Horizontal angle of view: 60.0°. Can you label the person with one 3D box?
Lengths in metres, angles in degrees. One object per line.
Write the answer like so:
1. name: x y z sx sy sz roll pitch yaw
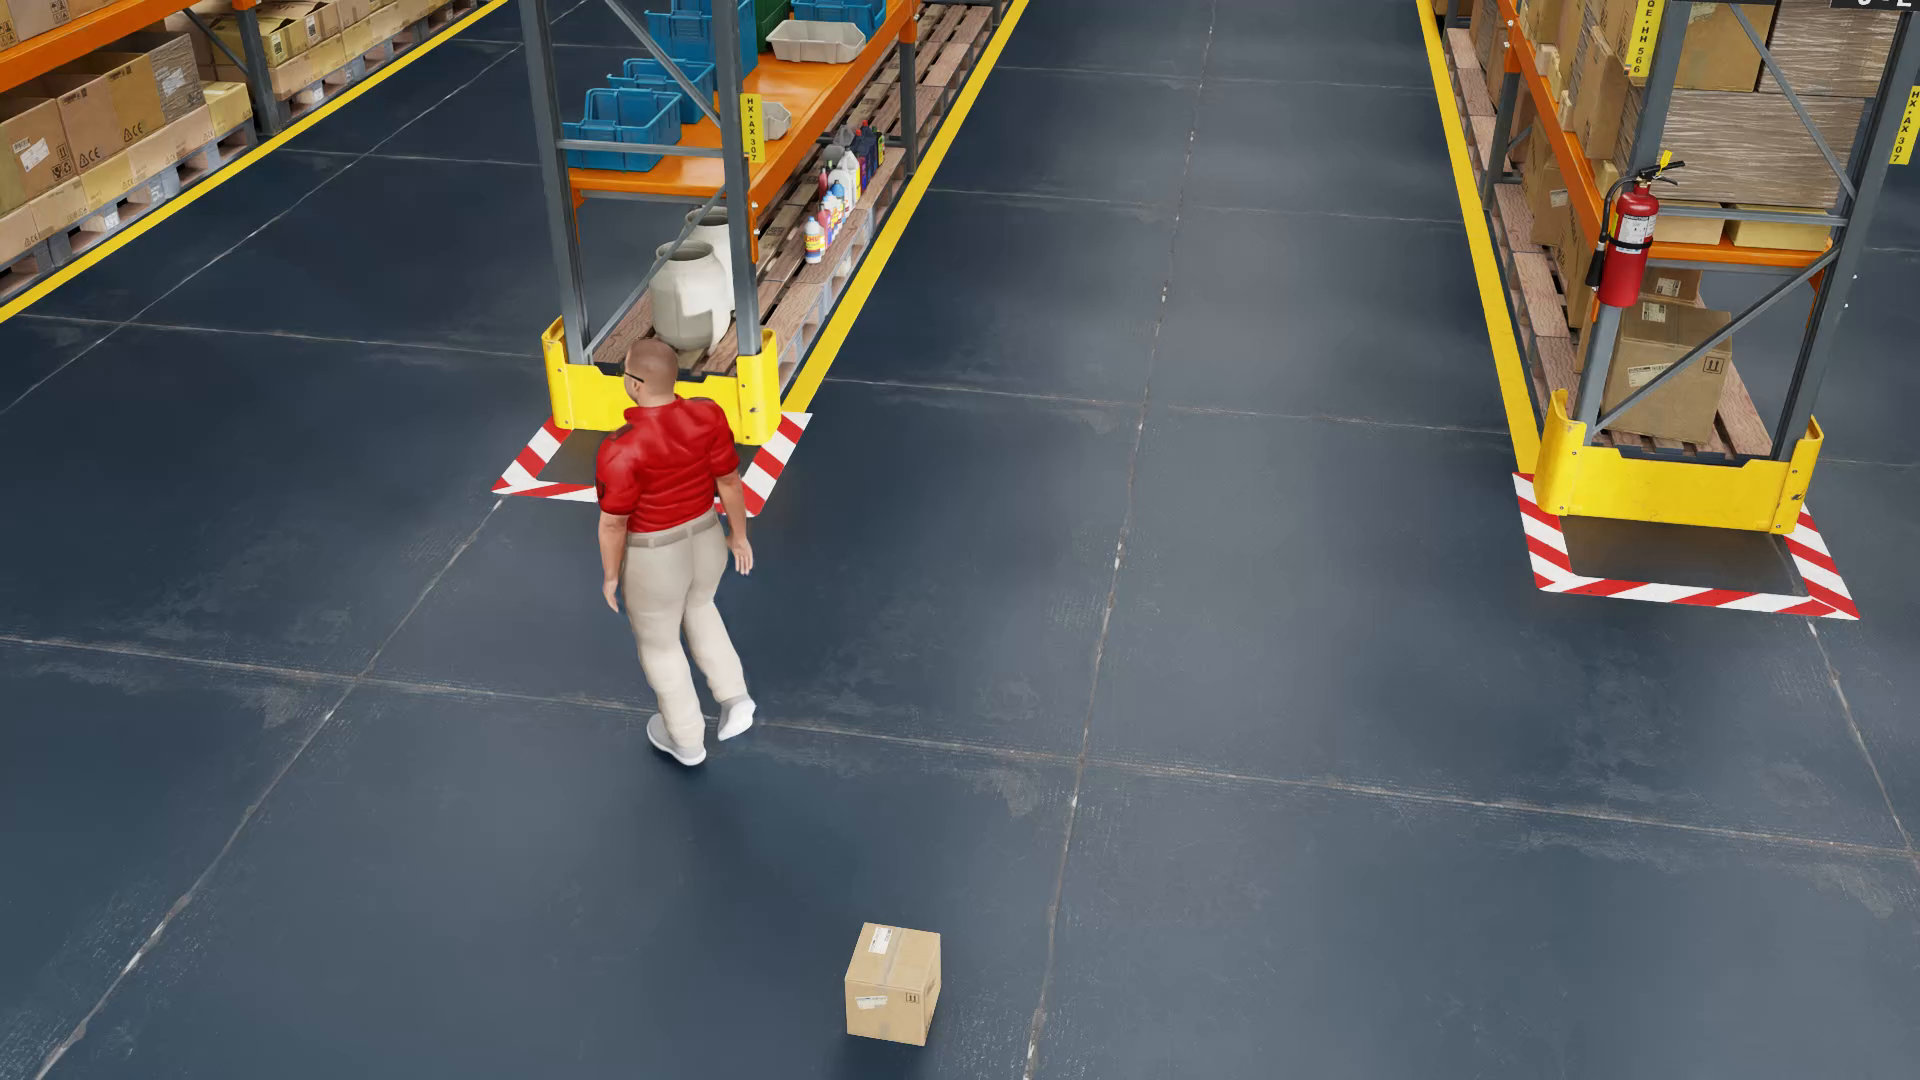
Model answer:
1. person: -1.037 0.062 6.019 0.571 1.735 0.483 -27 41 -36
